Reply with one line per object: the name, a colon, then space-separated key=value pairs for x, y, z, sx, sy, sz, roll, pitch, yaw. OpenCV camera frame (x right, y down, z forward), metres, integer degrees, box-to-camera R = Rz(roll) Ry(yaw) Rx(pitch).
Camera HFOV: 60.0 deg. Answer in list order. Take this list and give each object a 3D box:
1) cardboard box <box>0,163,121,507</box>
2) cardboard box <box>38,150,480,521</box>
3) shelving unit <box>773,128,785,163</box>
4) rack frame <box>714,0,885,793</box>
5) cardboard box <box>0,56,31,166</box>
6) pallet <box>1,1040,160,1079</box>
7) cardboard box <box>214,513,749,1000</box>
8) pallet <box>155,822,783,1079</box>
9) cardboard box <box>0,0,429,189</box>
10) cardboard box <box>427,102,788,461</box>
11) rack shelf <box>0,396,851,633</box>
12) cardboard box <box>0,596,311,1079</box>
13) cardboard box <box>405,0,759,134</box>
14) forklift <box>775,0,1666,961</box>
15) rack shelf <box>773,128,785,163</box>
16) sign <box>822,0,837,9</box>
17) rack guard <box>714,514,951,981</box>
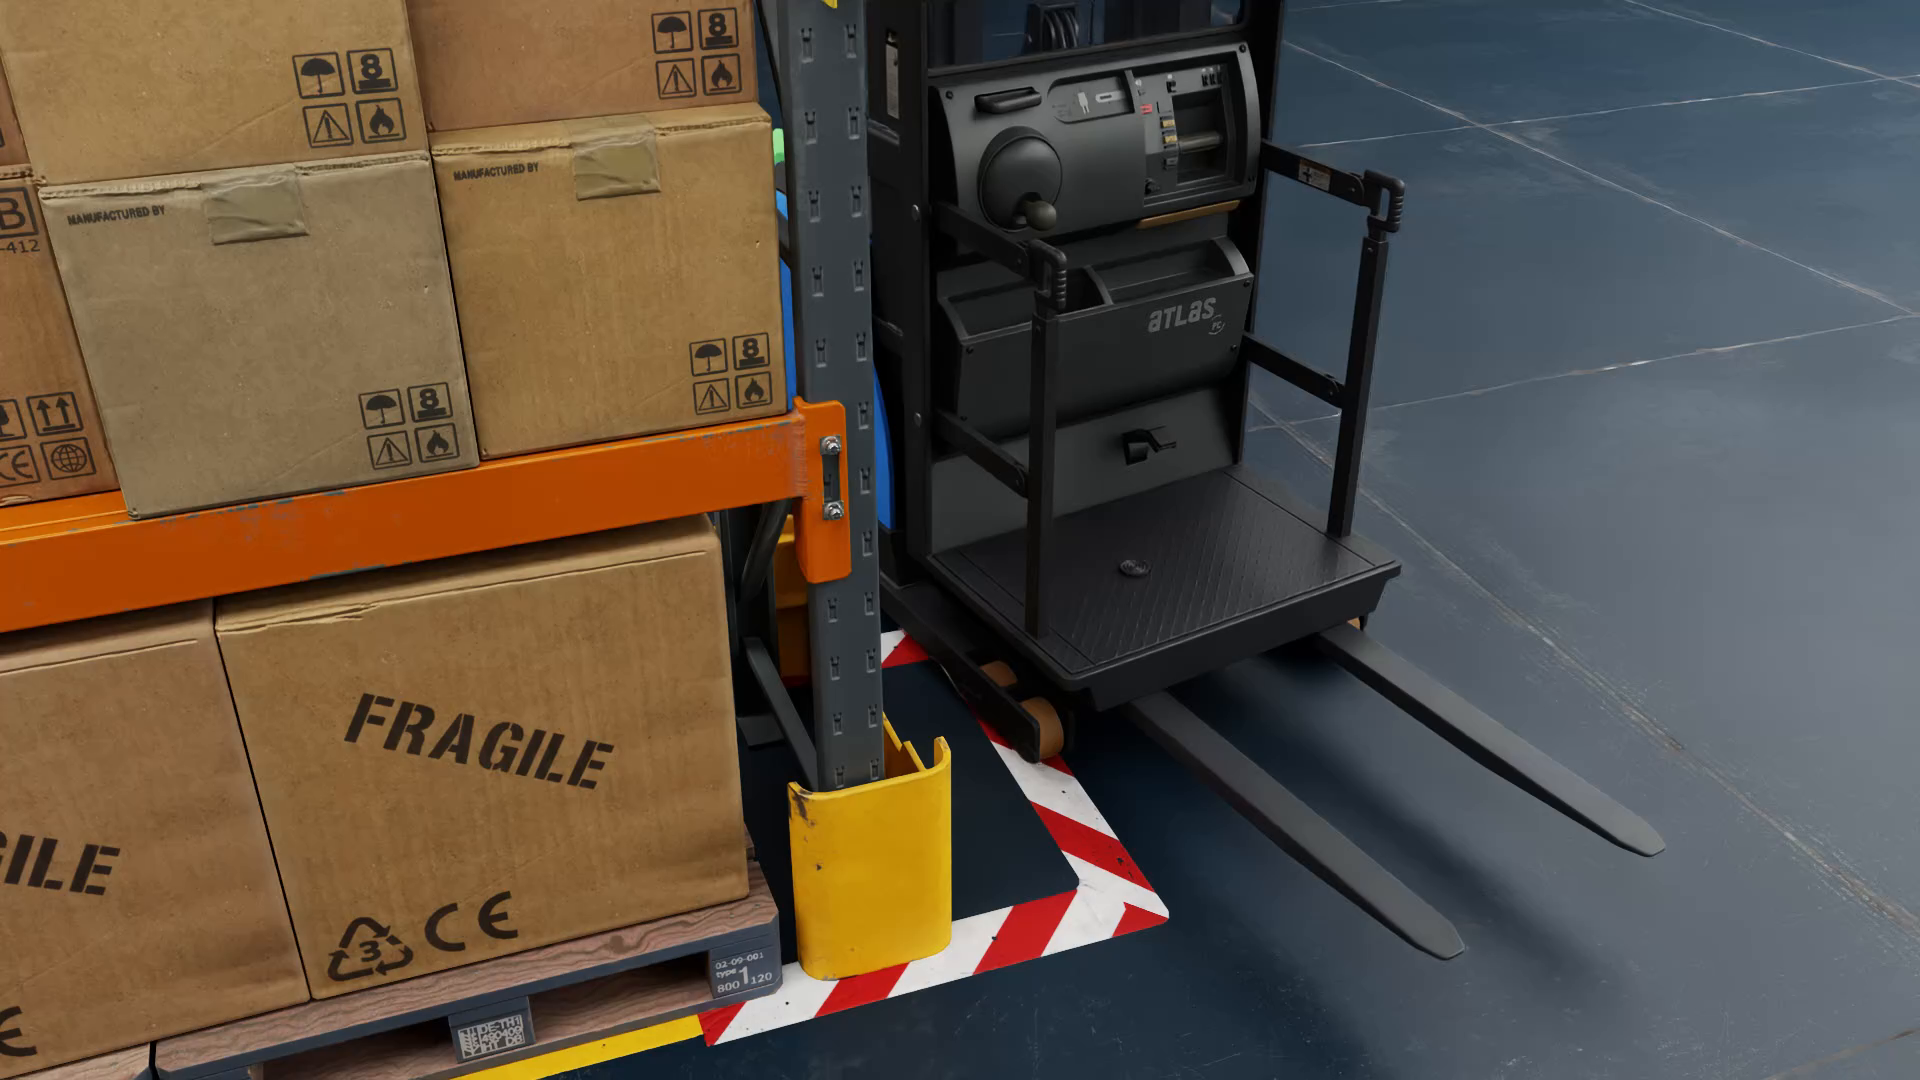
cardboard box: x=-1.796 y=-0.477 z=2.905 sx=0.550 sy=0.550 sz=0.875 roll=-10 pitch=31 yaw=-18
cardboard box: x=-1.227 y=-0.515 z=2.972 sx=0.550 sy=0.550 sz=0.875 roll=-10 pitch=31 yaw=-18
shelving unit: x=-0.589 y=-0.854 z=5.537 sx=0.503 sy=1.200 sz=0.258 roll=-18 pitch=34 yaw=-28
rack frame: x=-0.387 y=-0.640 z=3.343 sx=0.127 sy=3.000 sz=1.000 roll=-10 pitch=31 yaw=-18
cardboard box: x=-1.804 y=-0.957 z=2.657 sx=0.550 sy=0.550 sz=0.875 roll=-10 pitch=31 yaw=-18
pallet: x=-2.251 y=0.955 z=3.361 sx=1.213 sy=0.211 sz=1.003 roll=-10 pitch=31 yaw=-18
cardboard box: x=-1.000 y=0.248 z=3.506 sx=0.875 sy=0.875 sz=0.875 roll=-10 pitch=31 yaw=-17
pallet: x=-1.109 y=0.746 z=3.728 sx=1.213 sy=0.211 sz=1.003 roll=-10 pitch=31 yaw=-18
cardboard box: x=-1.232 y=-0.991 z=2.716 sx=0.550 sy=0.550 sz=0.875 roll=-10 pitch=31 yaw=-18
cardboard box: x=-0.719 y=-0.620 z=3.157 sx=0.550 sy=0.550 sz=0.875 roll=-10 pitch=31 yaw=-18
rack shelf: x=-2.262 y=0.018 z=2.915 sx=4.000 sy=0.370 sz=1.077 roll=-10 pitch=31 yaw=-18
cardboard box: x=-1.824 y=0.401 z=3.238 sx=0.875 sy=0.875 sz=0.875 roll=-11 pitch=31 yaw=-18
cardboard box: x=-0.749 y=-1.128 z=2.958 sx=0.550 sy=0.550 sz=0.875 roll=-10 pitch=31 yaw=-18
forklift: x=0.477 y=-0.968 z=3.987 sx=1.130 sy=2.935 sz=3.031 roll=-17 pitch=34 yaw=-27
rack shelf: x=-0.589 y=-1.216 z=5.331 sx=0.480 sy=0.148 sz=0.258 roll=-18 pitch=34 yaw=-28
sign: x=-0.211 y=-0.992 z=2.552 sx=0.005 sy=0.325 sz=0.100 roll=-10 pitch=31 yaw=-18
rack guard: x=-0.365 y=0.442 z=3.969 sx=0.348 sy=0.500 sz=1.175 roll=-10 pitch=31 yaw=-18
